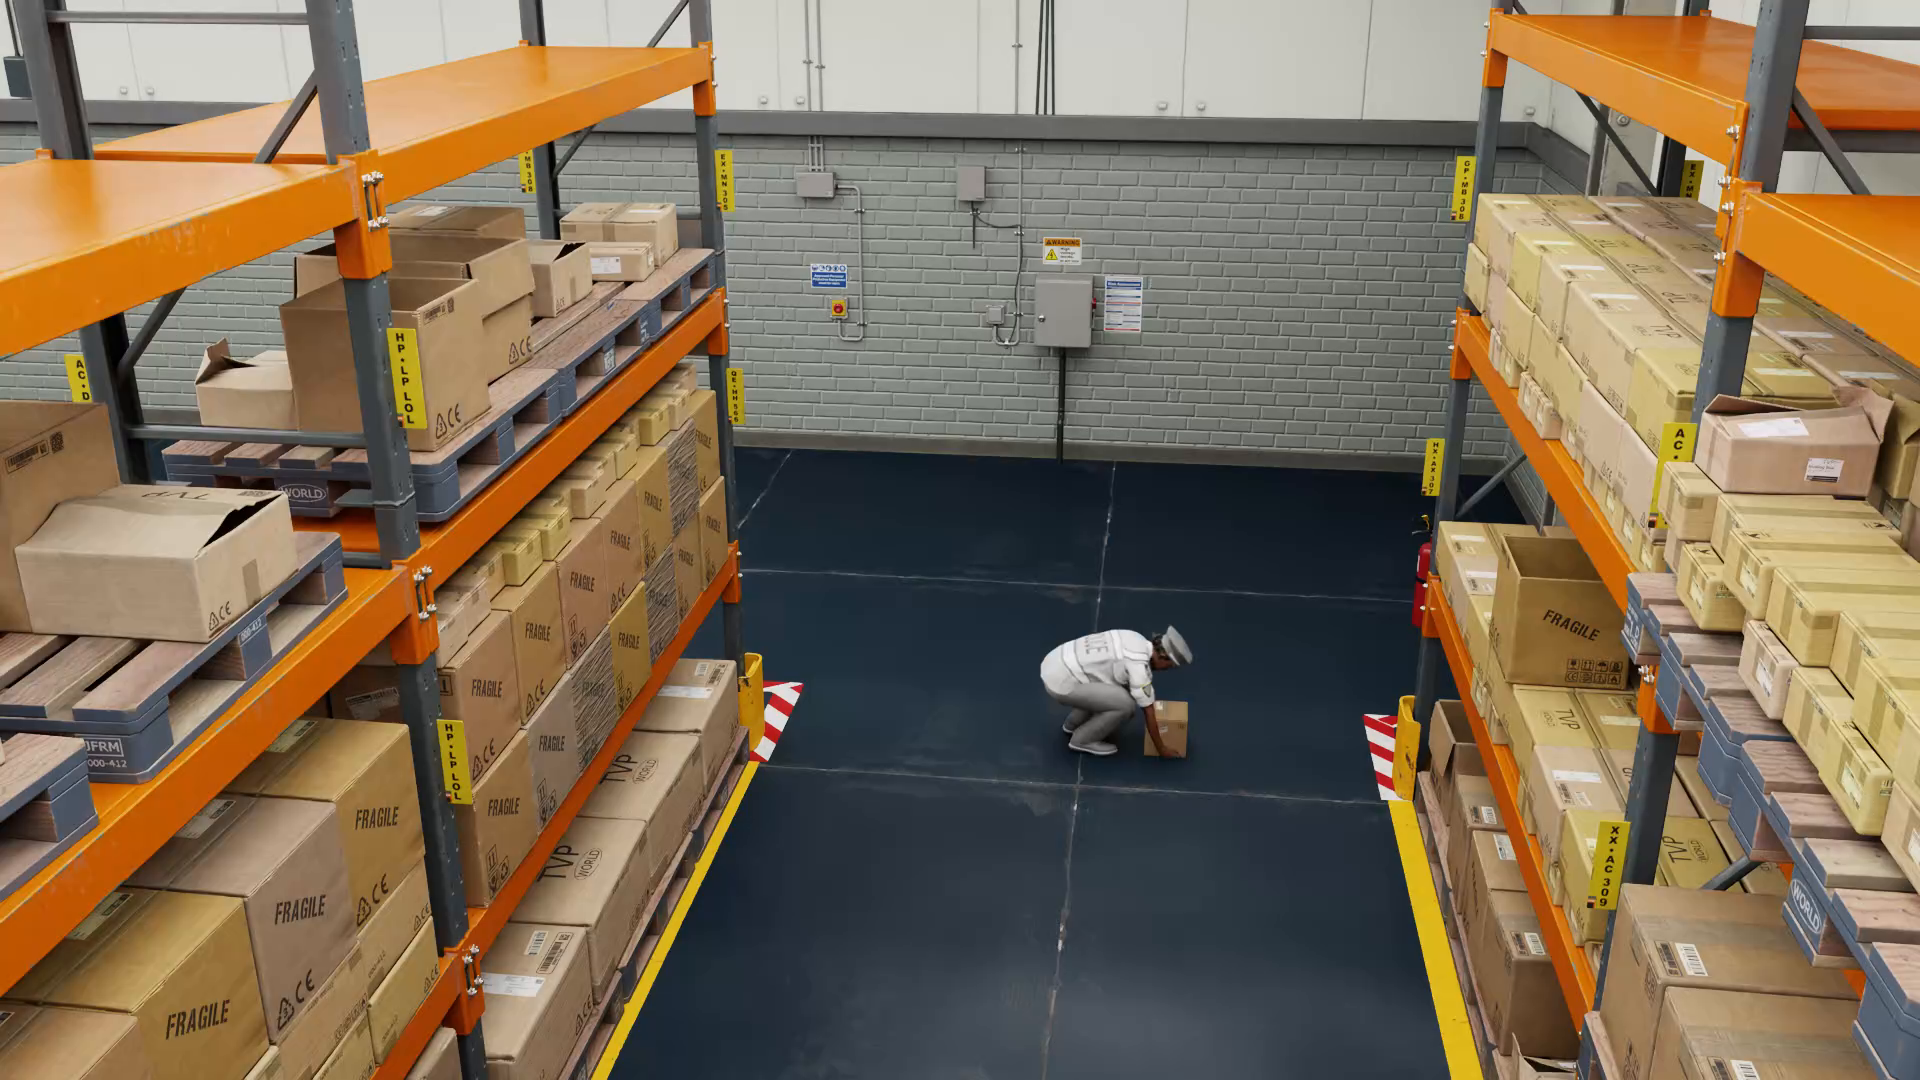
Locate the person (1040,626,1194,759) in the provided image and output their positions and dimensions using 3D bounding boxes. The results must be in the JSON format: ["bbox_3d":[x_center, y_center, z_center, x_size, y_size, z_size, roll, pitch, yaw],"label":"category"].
[{"bbox_3d":[0.942,0.901,10.051,0.915,0.791,0.454,2,21,5],"label":"person"}]
